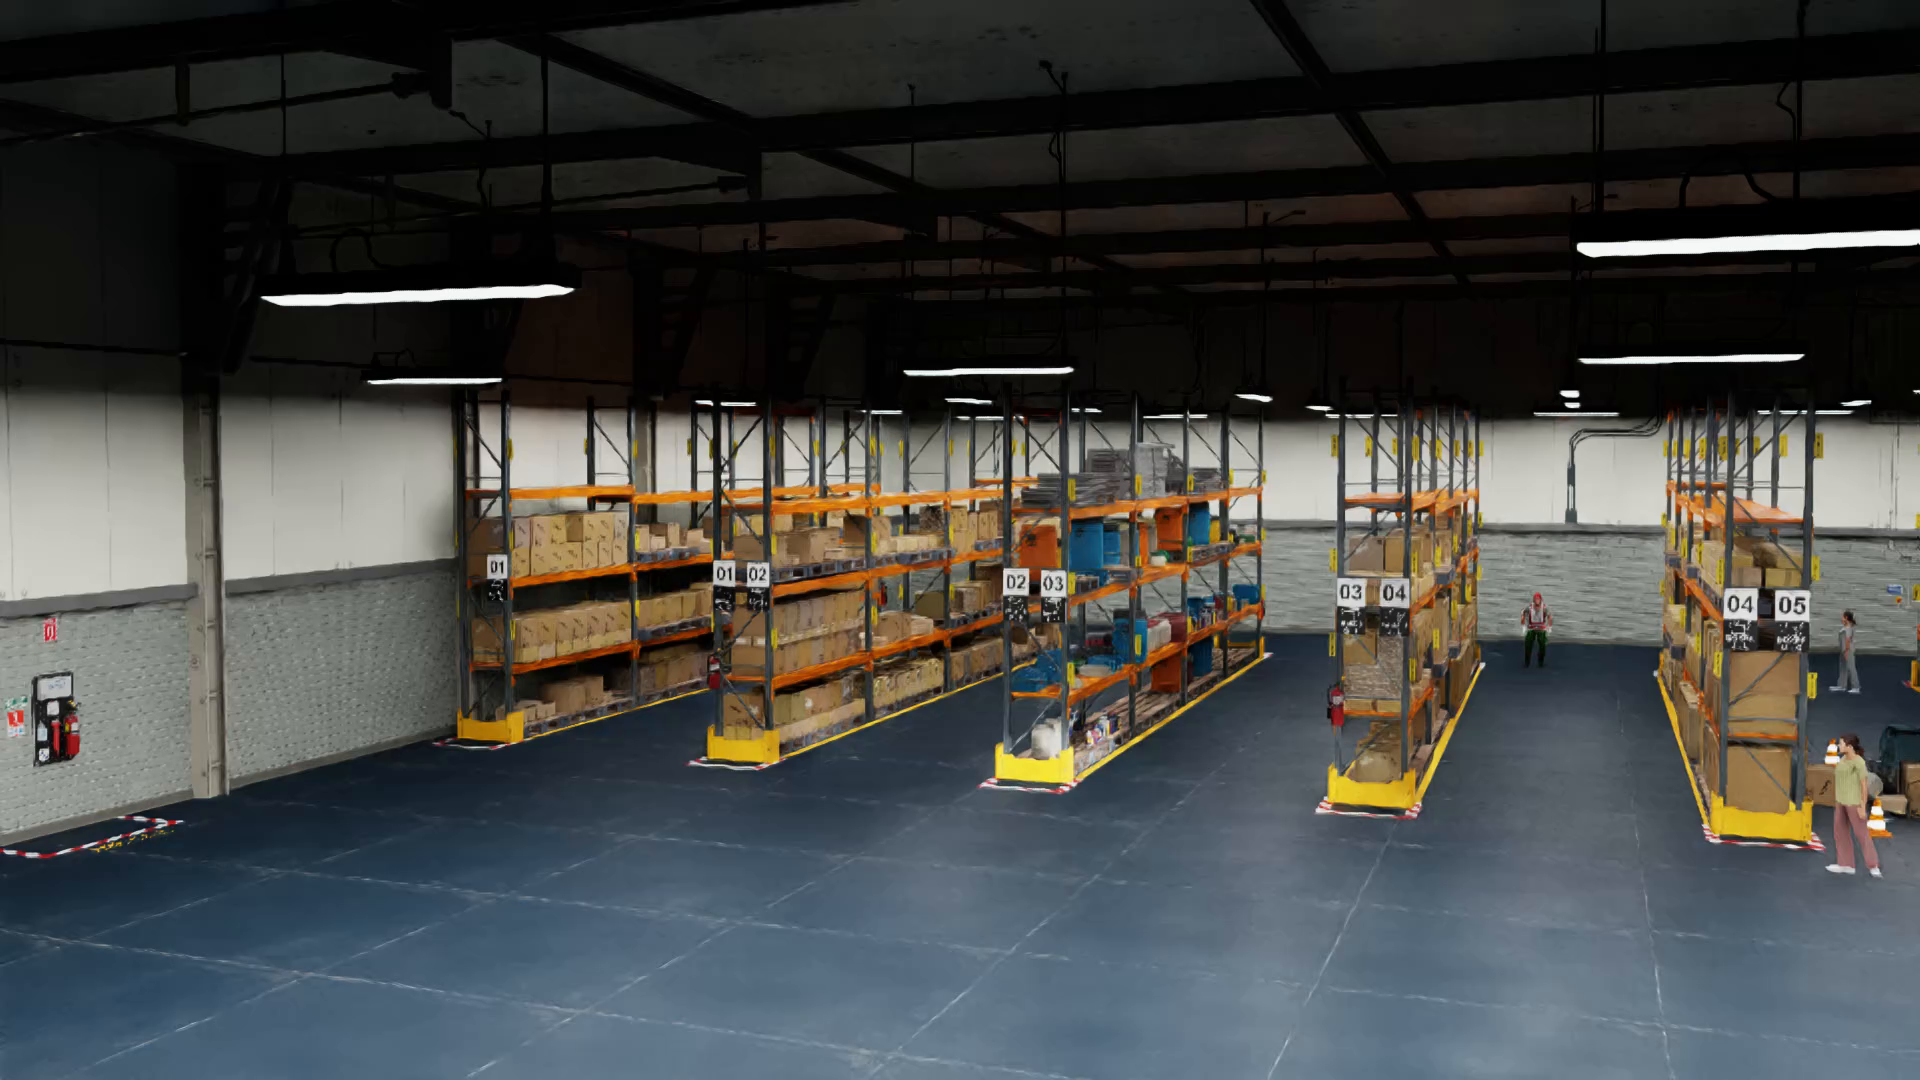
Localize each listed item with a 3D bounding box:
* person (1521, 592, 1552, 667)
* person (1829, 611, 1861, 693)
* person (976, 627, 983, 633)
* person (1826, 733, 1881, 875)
[{"bbox_3d":[13.183,2.047,38.024,0.677,1.742,0.552,1,3,19],"label":"person"},{"bbox_3d":[18.185,2.287,34.117,0.571,1.668,0.629,2,3,26],"label":"person"},{"bbox_3d":[0.420,1.822,42.717,0.391,1.643,0.587,2,4,33],"label":"person"},{"bbox_3d":[10.546,3.100,19.559,0.523,1.665,0.559,0,3,-4],"label":"person"}]
